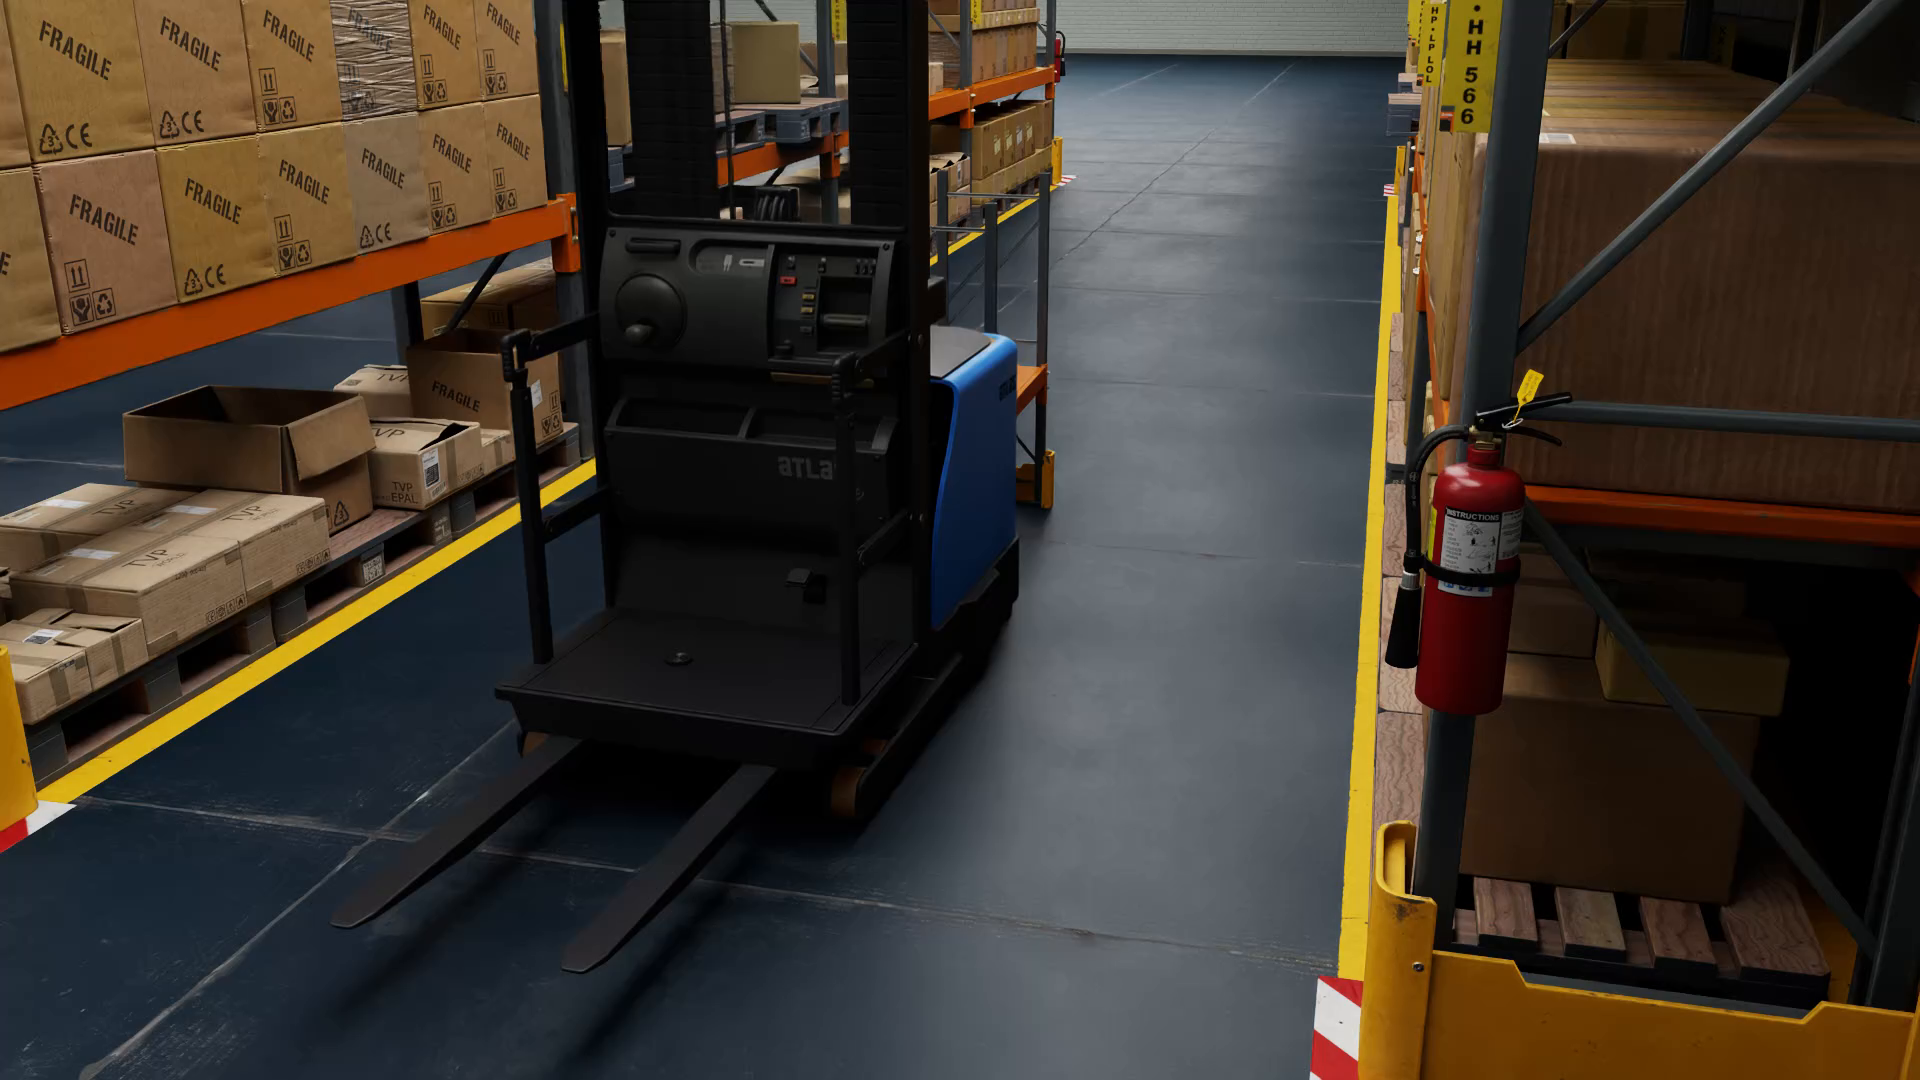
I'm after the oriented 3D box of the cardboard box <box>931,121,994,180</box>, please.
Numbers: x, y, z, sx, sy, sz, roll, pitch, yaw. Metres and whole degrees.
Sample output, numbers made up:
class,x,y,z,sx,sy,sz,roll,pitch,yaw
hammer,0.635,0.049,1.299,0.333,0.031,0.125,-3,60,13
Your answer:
class,x,y,z,sx,sy,sz,roll,pitch,yaw
cardboard box,0.029,-3.746,15.958,0.500,0.500,0.500,5,19,13

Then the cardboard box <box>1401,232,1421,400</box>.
class,x,y,z,sx,sy,sz,roll,pitch,yaw
cardboard box,2.709,-1.150,8.589,0.750,0.750,0.750,5,20,15

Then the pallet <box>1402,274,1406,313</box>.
class,x,y,z,sx,sy,sz,roll,pitch,yaw
pallet,3.632,-1.654,11.704,1.003,0.211,1.213,5,19,13

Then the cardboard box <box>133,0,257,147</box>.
class,x,y,z,sx,sy,sz,roll,pitch,yaw
cardboard box,-2.708,-1.571,5.446,0.500,0.500,0.500,5,19,14

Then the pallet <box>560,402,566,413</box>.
class,x,y,z,sx,sy,sz,roll,pitch,yaw
pallet,-2.180,-0.804,9.214,1.003,0.211,1.213,5,19,13

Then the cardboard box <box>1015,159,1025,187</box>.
class,x,y,z,sx,sy,sz,roll,pitch,yaw
cardboard box,0.390,-3.862,17.457,0.500,0.250,0.500,5,19,13

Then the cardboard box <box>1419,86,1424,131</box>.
class,x,y,z,sx,sy,sz,roll,pitch,yaw
cardboard box,2.936,-2.631,9.605,0.500,0.500,0.500,5,20,15

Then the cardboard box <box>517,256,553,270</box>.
class,x,y,z,sx,sy,sz,roll,pitch,yaw
cardboard box,-2.248,-1.379,9.772,0.500,0.500,0.500,5,19,14

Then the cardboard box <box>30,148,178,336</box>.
class,x,y,z,sx,sy,sz,roll,pitch,yaw
cardboard box,-2.835,-0.939,5.142,0.500,0.500,0.500,4,19,13

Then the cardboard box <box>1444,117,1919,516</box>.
class,x,y,z,sx,sy,sz,roll,pitch,yaw
cardboard box,1.600,-0.524,3.618,0.980,0.700,0.700,6,20,16

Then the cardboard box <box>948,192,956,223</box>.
class,x,y,z,sx,sy,sz,roll,pitch,yaw
cardboard box,-0.333,-2.959,14.815,0.500,0.250,0.500,4,19,13

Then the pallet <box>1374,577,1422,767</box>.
class,x,y,z,sx,sy,sz,roll,pitch,yaw
pallet,1.904,0.460,5.514,1.003,0.211,1.213,5,19,13

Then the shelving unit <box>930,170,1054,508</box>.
class,x,y,z,sx,sy,sz,roll,pitch,yaw
shelving unit,0.019,-0.734,7.015,0.587,1.500,1.083,5,19,13

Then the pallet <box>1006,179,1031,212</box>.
class,x,y,z,sx,sy,sz,roll,pitch,yaw
pallet,0.143,-3.683,17.643,1.003,0.211,1.213,5,19,13

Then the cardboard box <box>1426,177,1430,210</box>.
class,x,y,z,sx,sy,sz,roll,pitch,yaw
cardboard box,2.309,-1.575,7.517,0.380,0.149,0.250,5,19,14

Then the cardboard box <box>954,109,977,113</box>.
class,x,y,z,sx,sy,sz,roll,pitch,yaw
cardboard box,-0.126,-4.259,17.459,0.500,0.500,0.500,5,19,13

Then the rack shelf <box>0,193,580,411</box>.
class,x,y,z,sx,sy,sz,roll,pitch,yaw
rack shelf,-2.831,-0.898,6.289,1.077,0.370,4.000,5,19,13

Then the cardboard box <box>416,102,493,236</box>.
class,x,y,z,sx,sy,sz,roll,pitch,yaw
cardboard box,-2.340,-1.574,7.001,0.500,0.500,0.500,5,20,15

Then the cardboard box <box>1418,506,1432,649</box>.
class,x,y,z,sx,sy,sz,roll,pitch,yaw
cardboard box,1.803,0.221,5.118,0.700,0.500,0.500,4,19,12

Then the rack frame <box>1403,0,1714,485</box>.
class,x,y,z,sx,sy,sz,roll,pitch,yaw
rack frame,2.462,-1.475,6.866,1.000,3.000,0.127,5,19,13

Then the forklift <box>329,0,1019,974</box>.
class,x,y,z,sx,sy,sz,roll,pitch,yaw
forklift,-0.702,-0.715,4.748,1.130,2.935,3.031,6,20,16

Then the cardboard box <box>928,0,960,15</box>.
class,x,y,z,sx,sy,sz,roll,pitch,yaw
cardboard box,-0.285,-5.174,15.532,0.700,0.500,0.500,5,19,14

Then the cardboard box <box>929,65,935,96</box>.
class,x,y,z,sx,sy,sz,roll,pitch,yaw
cardboard box,-0.424,-4.019,14.522,0.396,0.266,0.258,4,19,12

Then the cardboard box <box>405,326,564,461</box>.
class,x,y,z,sx,sy,sz,roll,pitch,yaw
cardboard box,-2.206,-0.690,7.753,0.500,0.500,0.500,5,19,13

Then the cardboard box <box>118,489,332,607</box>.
class,x,y,z,sx,sy,sz,roll,pitch,yaw
cardboard box,-2.667,0.020,6.062,0.500,0.250,0.500,5,19,13

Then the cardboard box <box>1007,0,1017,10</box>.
class,x,y,z,sx,sy,sz,roll,pitch,yaw
cardboard box,0.205,-5.803,17.374,0.700,0.500,0.500,5,19,14

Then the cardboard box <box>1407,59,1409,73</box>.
class,x,y,z,sx,sy,sz,roll,pitch,yaw
cardboard box,4.598,-4.566,16.116,0.500,0.250,0.500,5,19,14

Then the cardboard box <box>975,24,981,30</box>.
class,x,y,z,sx,sy,sz,roll,pitch,yaw
cardboard box,-0.012,-4.956,15.898,0.380,0.149,0.250,4,19,12

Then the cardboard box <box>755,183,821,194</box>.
class,x,y,z,sx,sy,sz,roll,pitch,yaw
cardboard box,-1.355,-2.629,12.981,0.500,0.311,0.500,4,19,13

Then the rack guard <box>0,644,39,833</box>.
class,x,y,z,sx,sy,sz,roll,pitch,yaw
rack guard,-3.301,0.547,4.812,1.175,0.500,0.348,5,19,13

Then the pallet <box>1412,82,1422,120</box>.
class,x,y,z,sx,sy,sz,roll,pitch,yaw
pallet,3.883,-3.262,12.394,1.003,0.211,1.213,5,19,13

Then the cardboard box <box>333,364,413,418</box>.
class,x,y,z,sx,sy,sz,roll,pitch,yaw
cardboard box,-2.655,-0.687,8.037,0.500,0.311,0.500,5,19,13

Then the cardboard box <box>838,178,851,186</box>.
class,x,y,z,sx,sy,sz,roll,pitch,yaw
cardboard box,-0.705,-2.748,13.329,0.500,0.311,0.500,4,19,12

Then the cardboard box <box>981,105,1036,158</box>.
class,x,y,z,sx,sy,sz,roll,pitch,yaw
cardboard box,0.517,-4.373,17.793,0.500,0.500,0.500,5,19,13

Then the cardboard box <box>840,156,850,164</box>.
class,x,y,z,sx,sy,sz,roll,pitch,yaw
cardboard box,-0.858,-3.269,14.856,0.500,0.311,0.500,4,19,13

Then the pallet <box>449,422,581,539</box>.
class,x,y,z,sx,sy,sz,roll,pitch,yaw
pallet,-2.511,-0.331,7.829,1.003,0.211,1.213,5,19,13

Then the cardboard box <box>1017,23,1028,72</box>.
class,x,y,z,sx,sy,sz,roll,pitch,yaw
cardboard box,0.339,-5.364,18.095,0.700,0.500,0.500,5,20,15

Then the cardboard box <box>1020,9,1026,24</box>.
class,x,y,z,sx,sy,sz,roll,pitch,yaw
cardboard box,0.492,-5.605,17.799,0.380,0.149,0.250,5,19,14

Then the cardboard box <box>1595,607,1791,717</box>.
class,x,y,z,sx,sy,sz,roll,pitch,yaw
cardboard box,1.722,0.283,3.932,0.380,0.149,0.250,5,19,14

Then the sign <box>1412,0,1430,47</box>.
class,x,y,z,sx,sy,sz,roll,pitch,yaw
sign,2.911,-3.279,10.479,0.100,0.325,0.005,5,19,13

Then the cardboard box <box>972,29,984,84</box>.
class,x,y,z,sx,sy,sz,roll,pitch,yaw
cardboard box,-0.163,-4.726,16.227,0.700,0.500,0.500,4,19,13

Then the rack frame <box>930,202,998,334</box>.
class,x,y,z,sx,sy,sz,roll,pitch,yaw
rack frame,-0.103,-0.577,6.557,0.500,1.500,0.032,5,19,13

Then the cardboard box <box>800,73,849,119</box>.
class,x,y,z,sx,sy,sz,roll,pitch,yaw
cardboard box,-0.959,-3.342,12.469,0.500,0.311,0.500,4,19,13

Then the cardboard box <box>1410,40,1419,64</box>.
class,x,y,z,sx,sy,sz,roll,pitch,yaw
cardboard box,4.232,-4.449,14.613,0.500,0.500,0.500,5,19,13

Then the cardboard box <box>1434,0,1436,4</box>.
class,x,y,z,sx,sy,sz,roll,pitch,yaw
cardboard box,2.830,-2.834,9.038,0.500,0.250,0.500,5,19,14

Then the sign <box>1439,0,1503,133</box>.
class,x,y,z,sx,sy,sz,roll,pitch,yaw
sign,0.962,-0.929,3.109,0.100,0.325,0.005,5,19,13

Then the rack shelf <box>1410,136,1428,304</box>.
class,x,y,z,sx,sy,sz,roll,pitch,yaw
rack shelf,2.951,-1.762,8.818,1.077,0.370,4.000,5,19,13

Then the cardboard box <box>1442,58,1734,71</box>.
class,x,y,z,sx,sy,sz,roll,pitch,yaw
cardboard box,2.314,-1.449,6.324,0.980,0.700,0.700,5,19,14

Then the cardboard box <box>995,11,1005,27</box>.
class,x,y,z,sx,sy,sz,roll,pitch,yaw
cardboard box,0.241,-5.282,16.853,0.380,0.149,0.250,4,19,13

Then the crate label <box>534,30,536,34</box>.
class,x,y,z,sx,sy,sz,roll,pitch,yaw
crate label,-4.400,-5.437,18.412,0.502,0.435,0.616,5,19,13

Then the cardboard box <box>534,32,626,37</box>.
class,x,y,z,sx,sy,sz,roll,pitch,yaw
cardboard box,-1.903,-2.463,8.953,0.700,0.500,0.500,8,20,22

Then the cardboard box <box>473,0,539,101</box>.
class,x,y,z,sx,sy,sz,roll,pitch,yaw
cardboard box,-2.215,-2.207,7.307,0.500,0.500,0.500,5,19,14

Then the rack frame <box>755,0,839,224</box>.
class,x,y,z,sx,sy,sz,roll,pitch,yaw
rack frame,-1.365,-3.119,11.679,1.000,3.000,0.127,5,19,13

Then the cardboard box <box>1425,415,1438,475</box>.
class,x,y,z,sx,sy,sz,roll,pitch,yaw
cardboard box,1.792,-0.315,5.684,0.380,0.149,0.250,4,19,12

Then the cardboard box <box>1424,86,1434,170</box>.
class,x,y,z,sx,sy,sz,roll,pitch,yaw
cardboard box,2.446,-1.998,7.751,0.500,0.500,0.500,5,19,14

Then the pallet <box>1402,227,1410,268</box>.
class,x,y,z,sx,sy,sz,roll,pitch,yaw
pallet,4.228,-2.419,13.943,1.003,0.211,1.213,5,19,13
